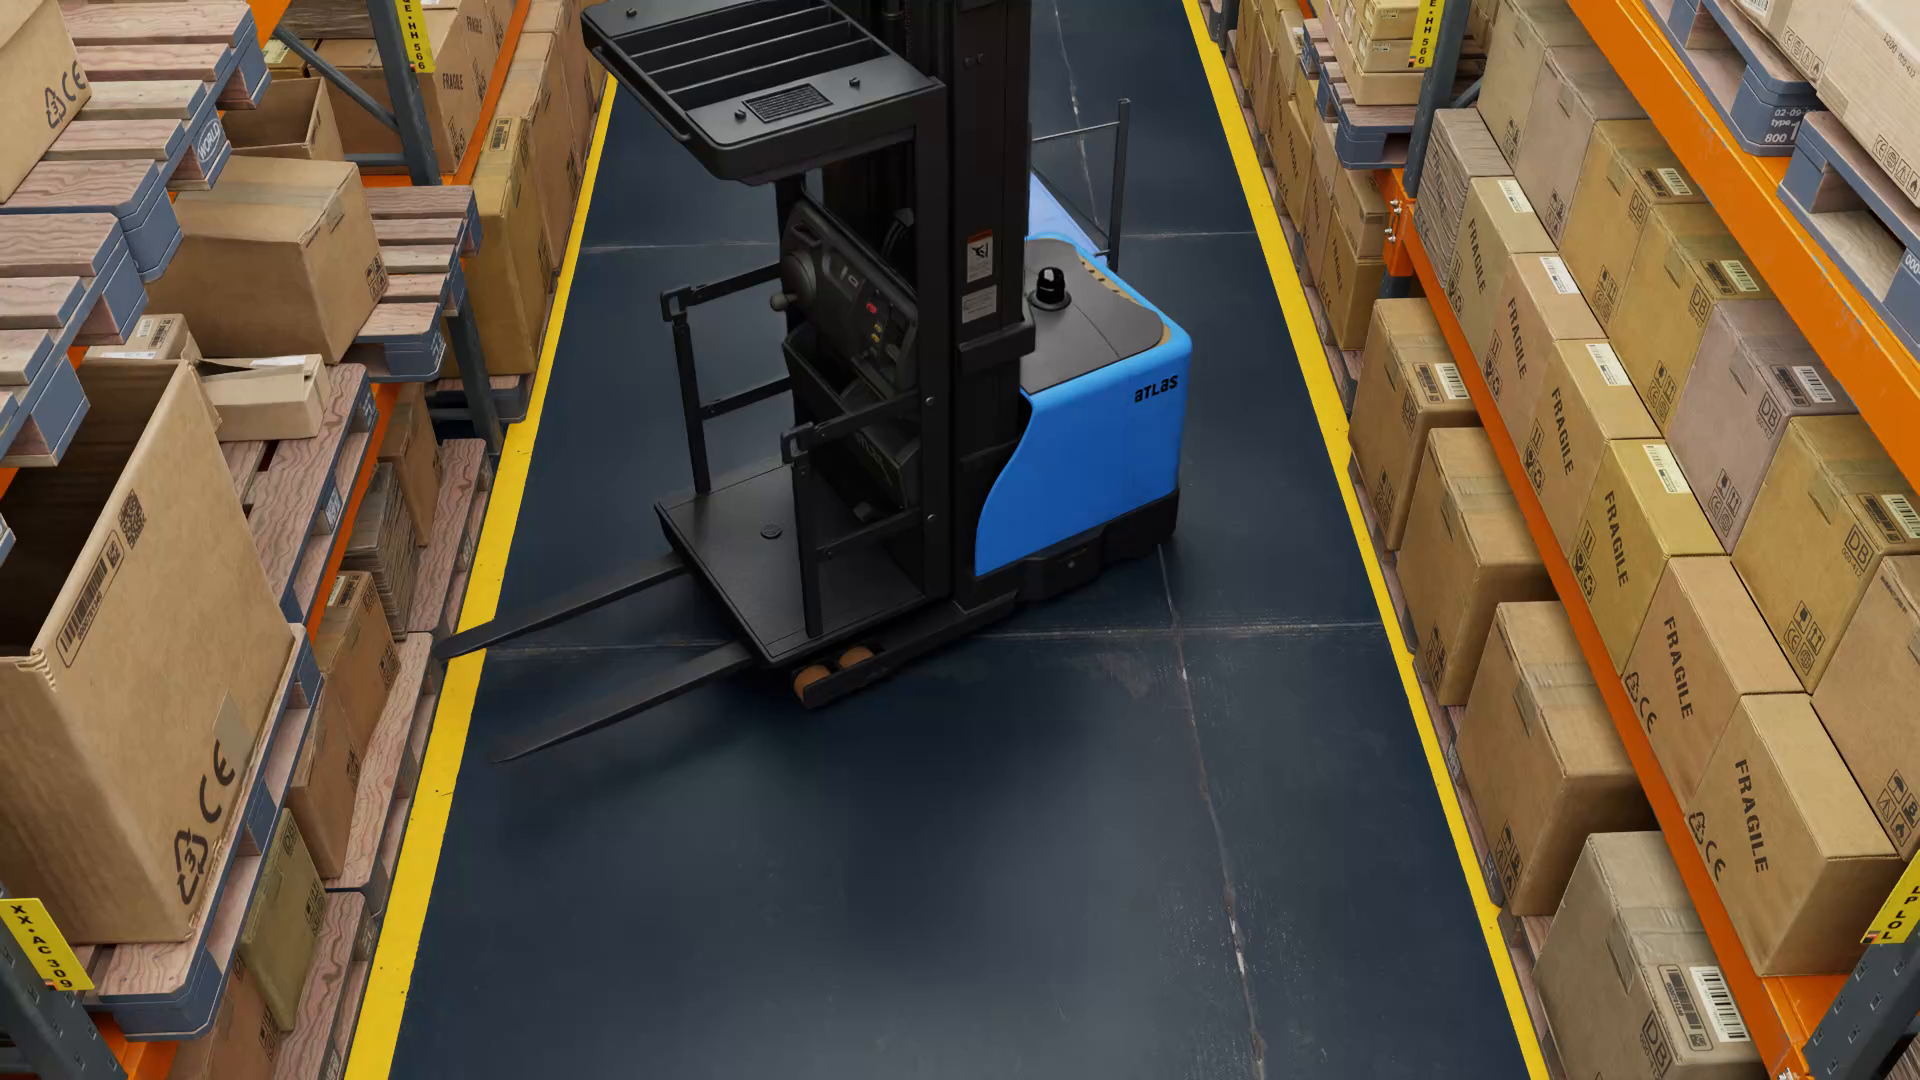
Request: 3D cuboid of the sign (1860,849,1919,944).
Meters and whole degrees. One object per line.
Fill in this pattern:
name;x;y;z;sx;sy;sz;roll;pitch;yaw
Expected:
sign;1.964;0.736;3.428;0.100;0.325;0.005;-2;43;-2

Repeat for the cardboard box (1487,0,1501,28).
cardboard box;2.503;-2.275;7.168;0.380;0.149;0.250;0;43;0

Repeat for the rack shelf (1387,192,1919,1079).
rack shelf;2.421;0.027;5.533;1.077;0.370;4.000;-2;43;-2

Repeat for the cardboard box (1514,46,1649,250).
cardboard box;2.368;-1.349;5.688;0.700;0.500;0.500;-2;43;-2

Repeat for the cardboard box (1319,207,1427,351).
cardboard box;2.047;-1.259;7.942;0.500;0.500;0.500;-2;43;-2

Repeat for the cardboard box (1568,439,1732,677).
cardboard box;2.174;0.048;4.904;0.500;0.500;0.500;-1;43;-1

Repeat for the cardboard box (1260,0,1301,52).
cardboard box;1.959;-2.933;9.214;0.500;0.250;0.500;-1;43;-1

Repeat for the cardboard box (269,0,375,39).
cardboard box;-2.638;-2.415;6.848;0.797;0.503;0.637;0;43;0

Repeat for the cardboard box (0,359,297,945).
cardboard box;-2.347;0.270;3.981;1.000;1.000;1.000;-1;43;-2

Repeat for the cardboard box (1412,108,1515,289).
cardboard box;2.086;-1.314;6.390;0.500;0.500;0.500;-1;43;-1

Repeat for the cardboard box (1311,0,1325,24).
cardboard box;1.829;-2.480;7.611;0.380;0.149;0.250;-2;43;-2

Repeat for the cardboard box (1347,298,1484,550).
cardboard box;2.272;-0.500;6.930;1.050;0.750;0.750;-2;43;-2

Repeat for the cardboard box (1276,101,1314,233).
cardboard box;1.990;-1.966;8.714;0.500;0.500;0.500;-3;43;-4

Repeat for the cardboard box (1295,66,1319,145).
cardboard box;2.007;-2.237;8.454;0.500;0.250;0.500;-1;43;-1

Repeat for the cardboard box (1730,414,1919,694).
cardboard box;2.455;0.024;4.190;0.700;0.500;0.500;-2;43;-2

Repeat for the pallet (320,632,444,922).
pallet;-2.543;0.863;6.152;1.003;0.211;1.213;-2;43;-2

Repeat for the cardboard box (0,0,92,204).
cardboard box;-2.416;-1.069;3.589;0.797;0.503;0.637;0;43;0

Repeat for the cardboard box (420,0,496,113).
cardboard box;-2.396;-2.235;7.395;0.500;0.500;0.500;-3;43;-3

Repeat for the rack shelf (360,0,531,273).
rack shelf;-2.708;-2.599;8.398;1.077;0.370;4.000;-2;43;-2

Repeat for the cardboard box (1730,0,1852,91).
cardboard box;2.212;-1.330;3.942;0.500;0.311;0.500;-3;43;-3

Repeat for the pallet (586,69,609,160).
pallet;-2.685;-2.668;10.005;1.003;0.211;1.213;-2;43;-2

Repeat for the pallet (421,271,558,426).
pallet;-2.582;-1.021;8.207;1.003;0.211;1.213;-2;43;-2

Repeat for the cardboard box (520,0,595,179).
cardboard box;-2.707;-2.552;9.075;1.225;0.875;0.875;-3;43;-3

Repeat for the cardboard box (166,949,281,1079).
cardboard box;-2.458;1.530;4.885;0.700;0.500;0.500;-5;43;-5

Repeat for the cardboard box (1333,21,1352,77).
cardboard box;1.847;-2.138;7.238;0.380;0.149;0.250;-2;43;-2

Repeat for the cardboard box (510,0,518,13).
cardboard box;-2.441;-2.919;8.140;0.500;0.500;0.500;-1;43;-2

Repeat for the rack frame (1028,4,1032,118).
rack frame;0.099;-1.890;8.202;0.500;1.500;0.032;-16;45;-16

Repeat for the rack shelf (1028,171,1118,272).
rack shelf;0.293;-1.440;7.977;0.538;0.185;1.000;-16;45;-16

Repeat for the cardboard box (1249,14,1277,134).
cardboard box;1.957;-2.659;9.470;0.500;0.500;0.500;0;43;0

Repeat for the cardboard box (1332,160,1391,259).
cardboard box;2.045;-1.552;7.708;0.500;0.250;0.500;-3;43;-3

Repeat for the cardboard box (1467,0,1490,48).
cardboard box;2.496;-2.322;7.438;0.380;0.149;0.250;0;43;0

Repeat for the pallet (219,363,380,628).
pallet;-2.498;-0.108;5.290;1.003;0.211;1.213;-2;43;-2

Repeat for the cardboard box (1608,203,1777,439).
cardboard box;2.414;-0.658;4.934;0.700;0.500;0.500;-2;43;-2

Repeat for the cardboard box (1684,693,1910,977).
cardboard box;2.217;0.730;4.159;0.500;0.500;0.500;-2;43;-2

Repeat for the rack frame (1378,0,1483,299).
rack frame;2.336;-1.588;6.763;1.000;3.000;0.127;-2;43;-2

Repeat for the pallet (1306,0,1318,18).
pallet;2.211;-2.853;8.285;1.003;0.211;1.213;-2;43;-2

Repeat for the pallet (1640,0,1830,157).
pallet;2.467;-1.437;4.517;1.003;0.211;1.213;0;43;0

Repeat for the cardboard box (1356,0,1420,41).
cardboard box;1.857;-2.188;6.852;0.380;0.149;0.250;-3;43;-3

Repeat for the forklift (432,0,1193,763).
forklift;-0.588;-0.836;5.993;3.031;2.935;1.130;-23;47;-23

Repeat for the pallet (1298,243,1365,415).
pallet;2.305;-1.088;8.281;1.003;0.211;1.213;-2;43;-2

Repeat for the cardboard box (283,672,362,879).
cardboard box;-2.484;0.830;5.649;0.700;0.500;0.500;-5;43;-5

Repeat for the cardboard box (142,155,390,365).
cardboard box;-2.437;-0.969;5.702;0.700;0.500;0.500;4;43;5

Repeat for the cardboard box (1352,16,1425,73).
cardboard box;1.860;-2.081;6.955;0.380;0.149;0.250;-1;43;-1

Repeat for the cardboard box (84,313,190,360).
cardboard box;-2.782;-0.476;5.349;0.500;0.250;0.500;-3;43;-3

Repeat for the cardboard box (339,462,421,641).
cardboard box;-2.539;0.071;6.477;0.700;0.500;0.500;-5;43;-5

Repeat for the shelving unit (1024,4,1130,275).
shelving unit;0.293;-1.573;7.856;0.538;1.500;1.048;-16;45;-16

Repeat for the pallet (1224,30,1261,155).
pallet;2.201;-2.735;10.078;1.003;0.211;1.213;-2;43;-2

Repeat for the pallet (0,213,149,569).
pallet;-2.373;-0.270;3.244;1.213;0.211;1.003;-2;43;-2

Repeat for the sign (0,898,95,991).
sign;-1.912;0.846;3.466;0.100;0.325;0.005;-2;43;-2

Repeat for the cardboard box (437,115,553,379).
cardboard box;-2.632;-1.352;7.767;1.225;0.875;0.875;-3;43;-4

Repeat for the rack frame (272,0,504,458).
rack frame;-2.623;-1.514;6.682;1.000;3.000;0.127;-2;43;-2

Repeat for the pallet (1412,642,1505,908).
pallet;2.343;0.796;6.226;1.003;0.211;1.213;-2;43;-2

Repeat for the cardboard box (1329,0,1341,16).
cardboard box;1.834;-2.438;7.345;0.380;0.149;0.250;-1;43;-1

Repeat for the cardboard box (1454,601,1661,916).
cardboard box;2.353;0.719;5.600;1.050;0.750;0.750;-2;43;-2

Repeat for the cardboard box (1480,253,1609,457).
cardboard box;2.131;-0.631;5.644;0.500;0.500;0.500;-2;43;-2
